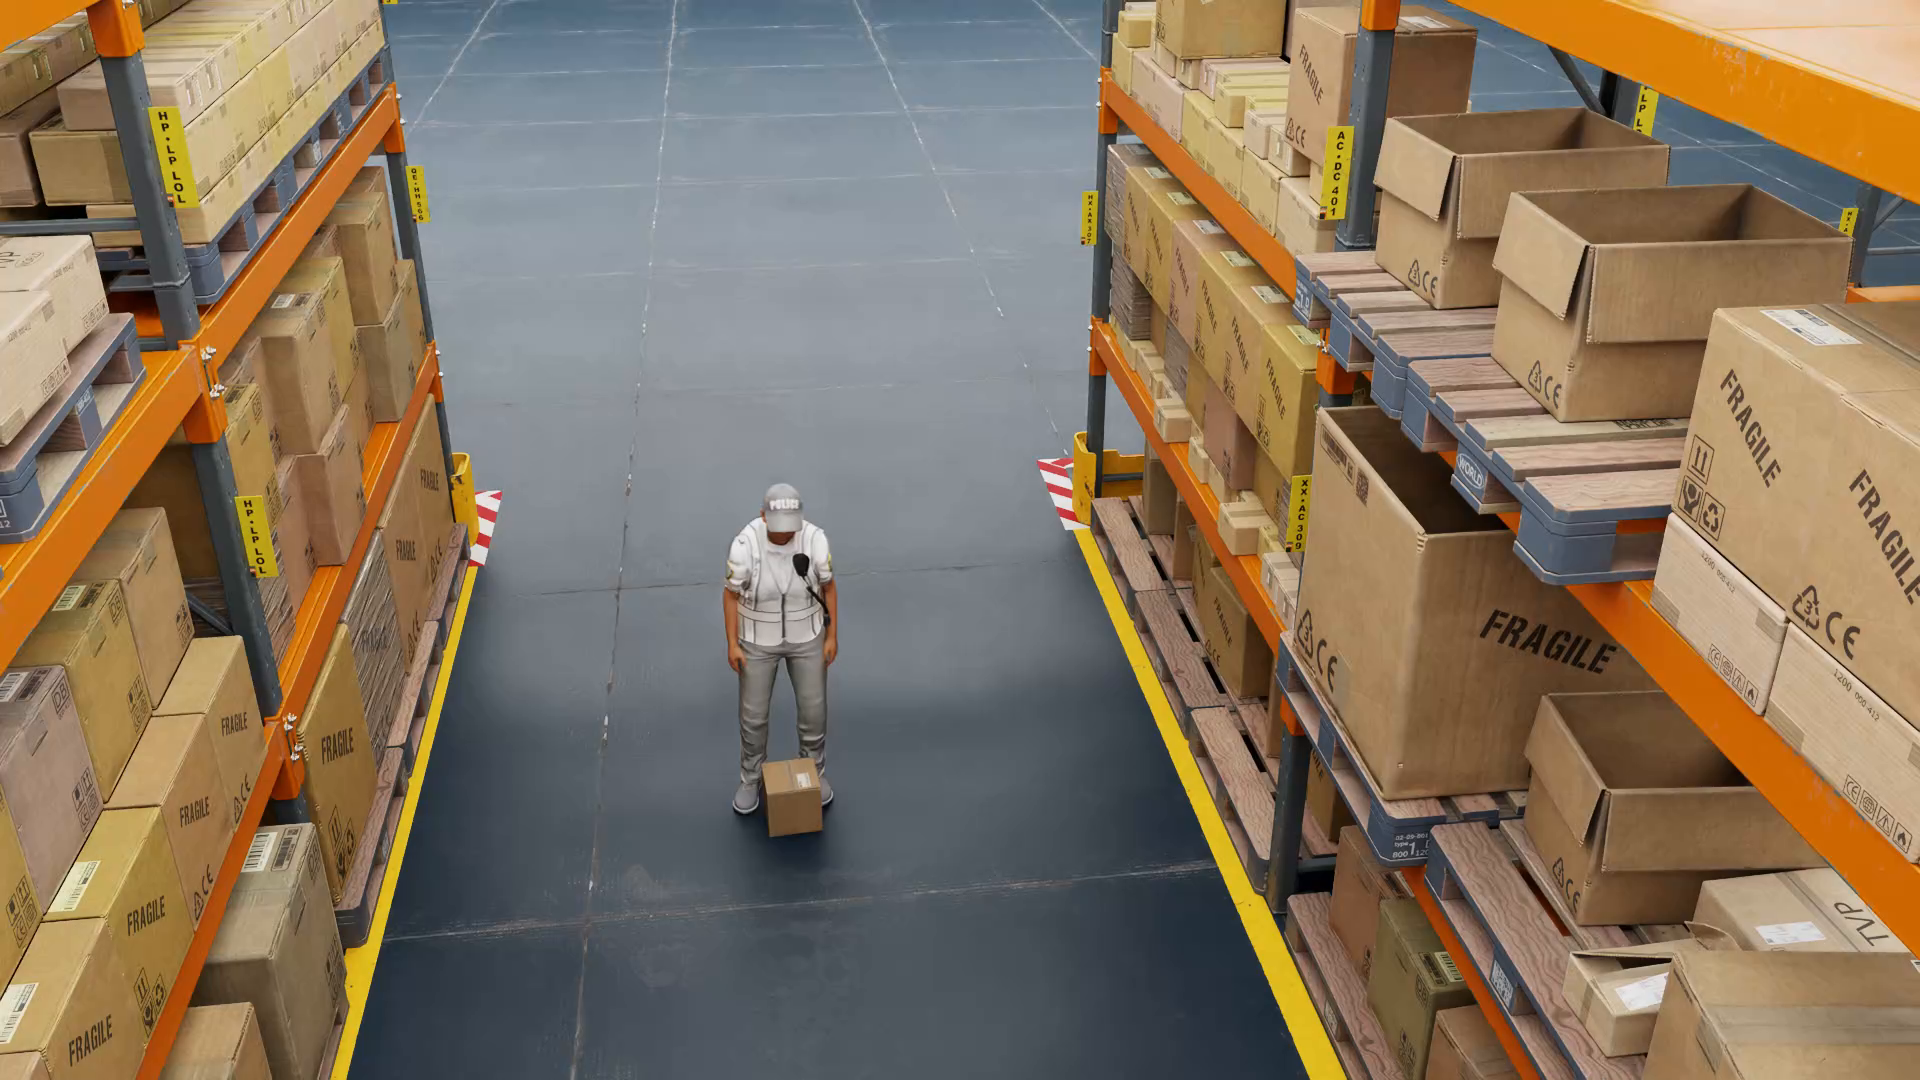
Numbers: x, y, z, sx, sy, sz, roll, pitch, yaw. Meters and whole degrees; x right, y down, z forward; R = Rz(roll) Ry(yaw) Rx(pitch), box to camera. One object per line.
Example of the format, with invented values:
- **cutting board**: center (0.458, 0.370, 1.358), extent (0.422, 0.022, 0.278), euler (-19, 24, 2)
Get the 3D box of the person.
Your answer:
- **person**: center (-0.835, 0.477, 7.720), extent (0.551, 1.636, 0.402), euler (-5, 28, -10)
